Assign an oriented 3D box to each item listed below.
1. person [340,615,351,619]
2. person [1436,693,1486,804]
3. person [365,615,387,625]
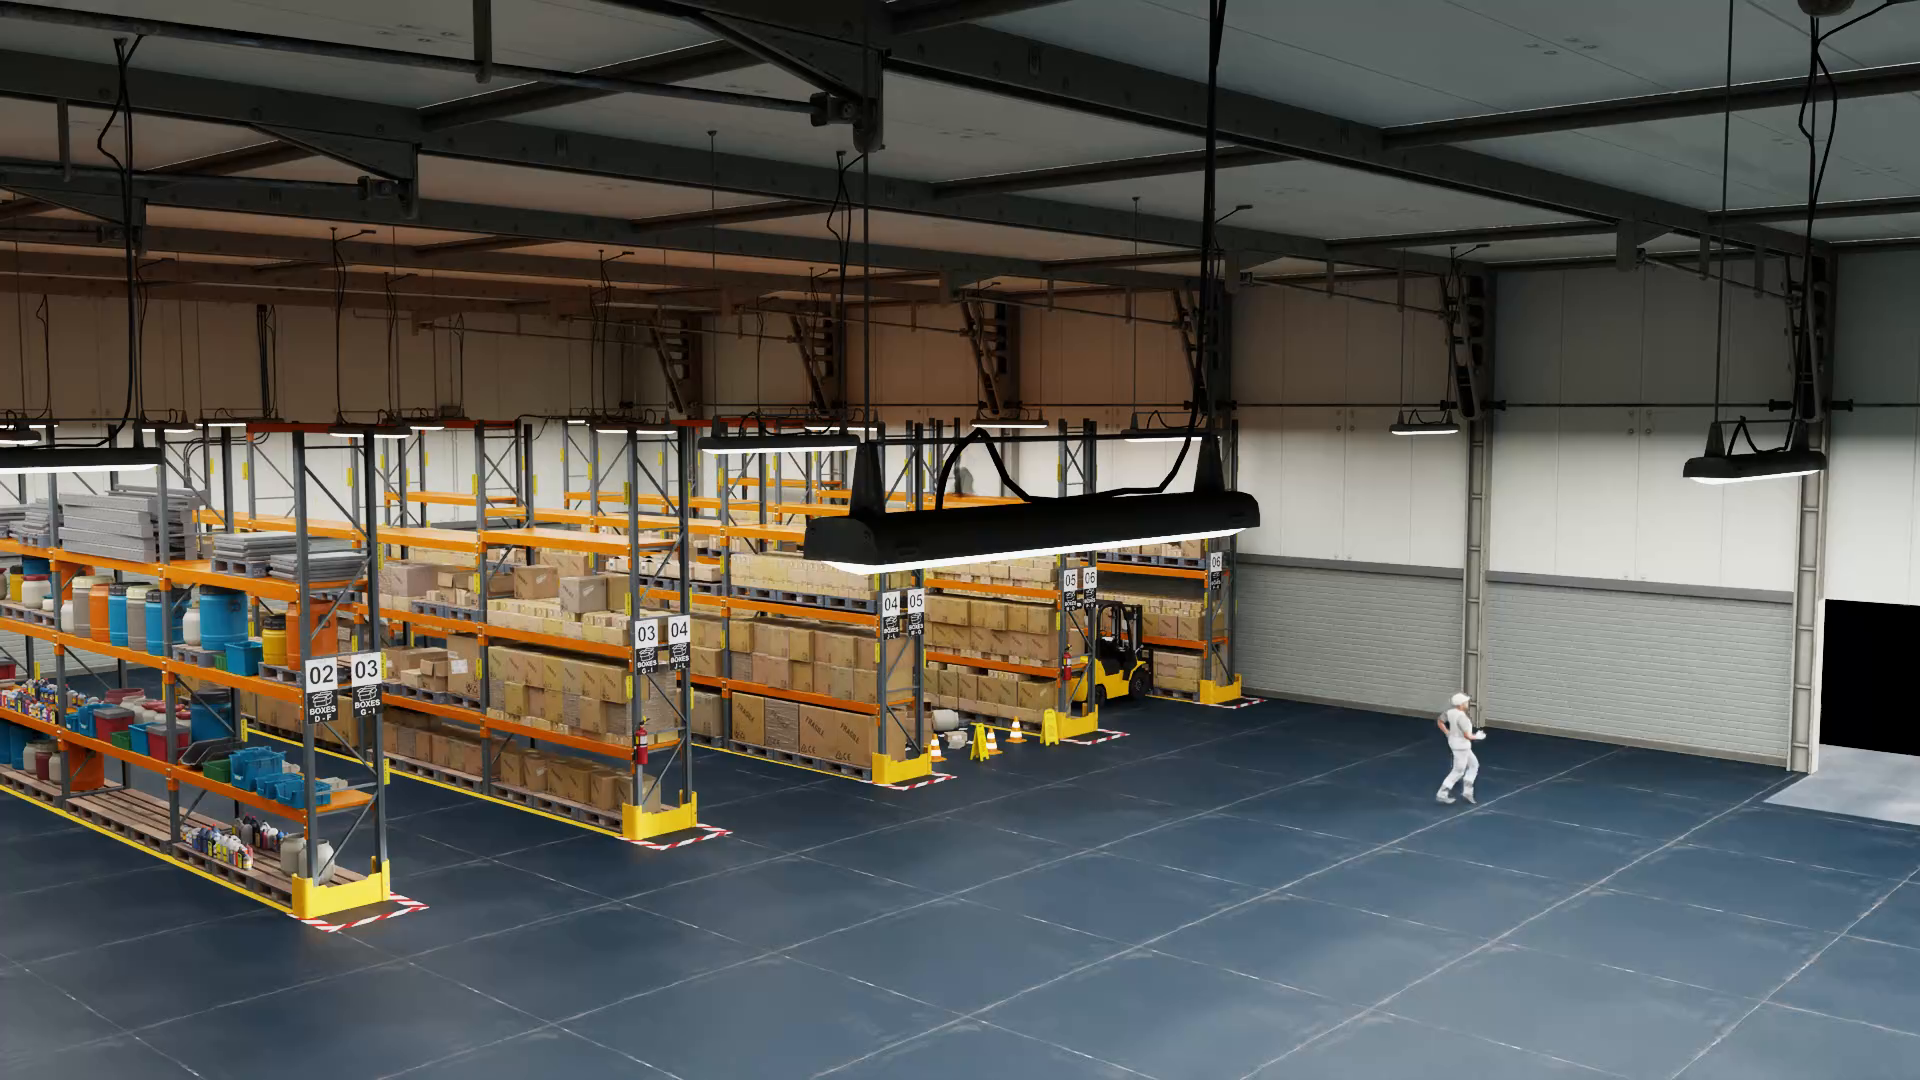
[{"bbox_3d":[-13.837,2.476,37.300,0.645,1.618,0.512,-2,5,-20],"label":"person"},{"bbox_3d":[7.894,3.273,26.263,0.755,1.731,0.670,0,5,0],"label":"person"},{"bbox_3d":[-13.889,2.316,39.321,0.616,1.591,0.606,3,5,31],"label":"person"}]
